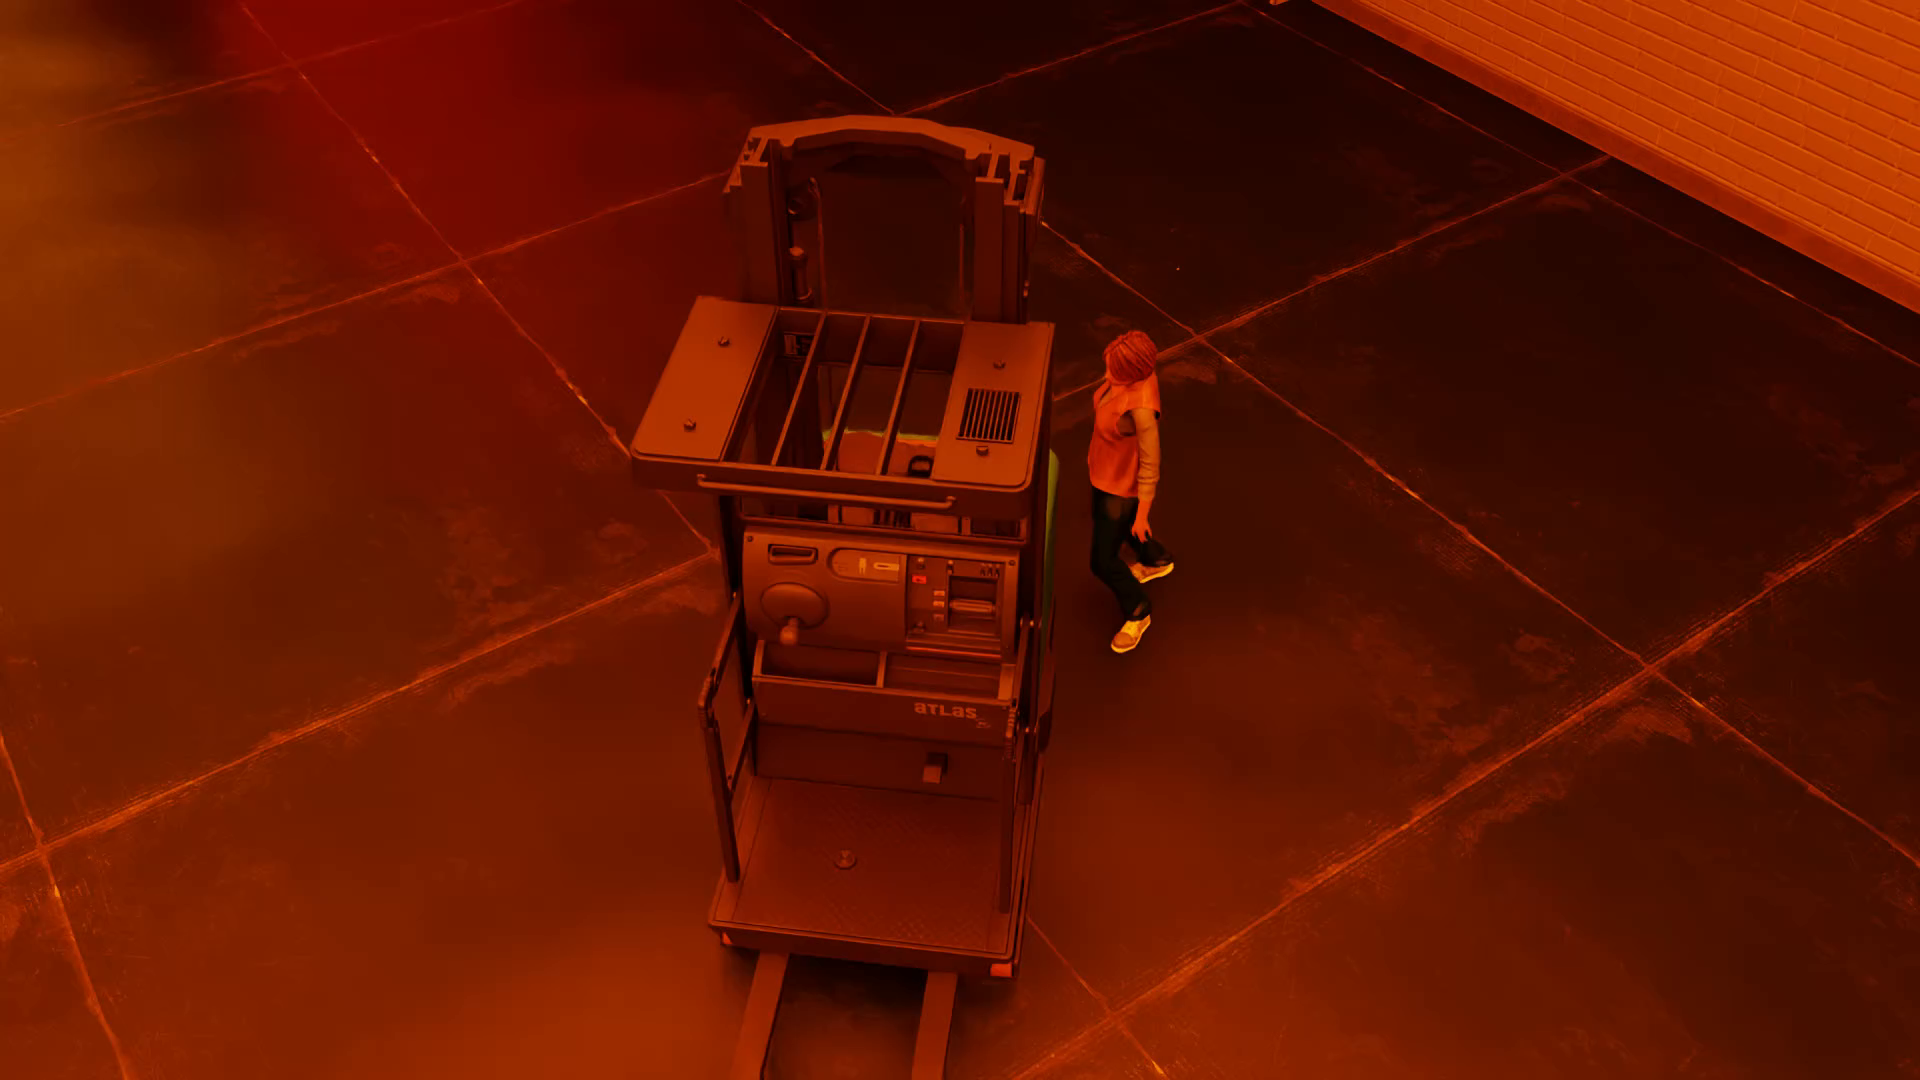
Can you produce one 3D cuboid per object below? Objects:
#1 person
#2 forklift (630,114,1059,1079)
[{"bbox_3d":[0.767,-0.300,7.099,0.440,1.553,0.747,-1,43,-1],"label":"person"},{"bbox_3d":[-0.296,0.272,5.420,1.130,2.935,3.031,5,43,6],"label":"forklift"}]
